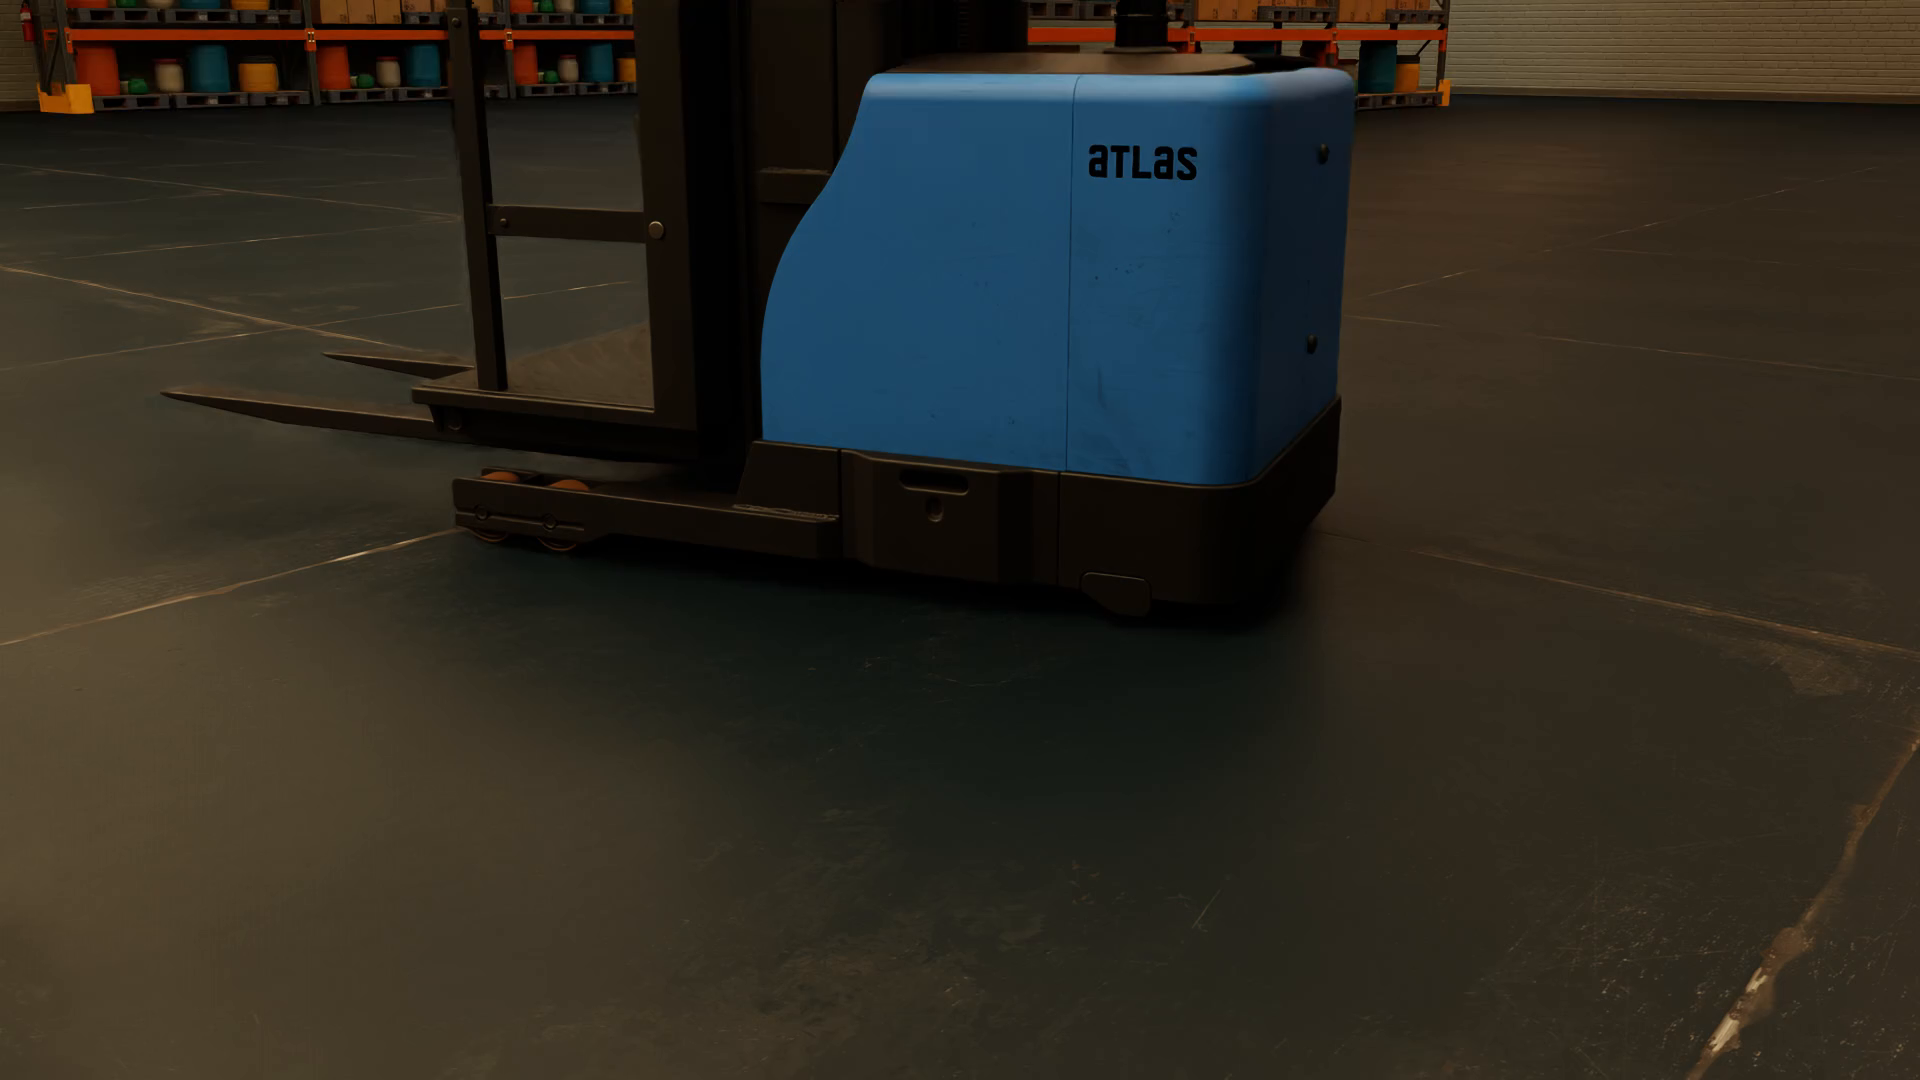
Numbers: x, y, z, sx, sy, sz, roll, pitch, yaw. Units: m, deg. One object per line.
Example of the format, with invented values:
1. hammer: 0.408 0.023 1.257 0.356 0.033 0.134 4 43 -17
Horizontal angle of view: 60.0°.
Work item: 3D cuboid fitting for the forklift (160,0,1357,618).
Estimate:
1. forklift: -0.642 -1.507 3.861 3.031 2.935 1.130 7 18 22
